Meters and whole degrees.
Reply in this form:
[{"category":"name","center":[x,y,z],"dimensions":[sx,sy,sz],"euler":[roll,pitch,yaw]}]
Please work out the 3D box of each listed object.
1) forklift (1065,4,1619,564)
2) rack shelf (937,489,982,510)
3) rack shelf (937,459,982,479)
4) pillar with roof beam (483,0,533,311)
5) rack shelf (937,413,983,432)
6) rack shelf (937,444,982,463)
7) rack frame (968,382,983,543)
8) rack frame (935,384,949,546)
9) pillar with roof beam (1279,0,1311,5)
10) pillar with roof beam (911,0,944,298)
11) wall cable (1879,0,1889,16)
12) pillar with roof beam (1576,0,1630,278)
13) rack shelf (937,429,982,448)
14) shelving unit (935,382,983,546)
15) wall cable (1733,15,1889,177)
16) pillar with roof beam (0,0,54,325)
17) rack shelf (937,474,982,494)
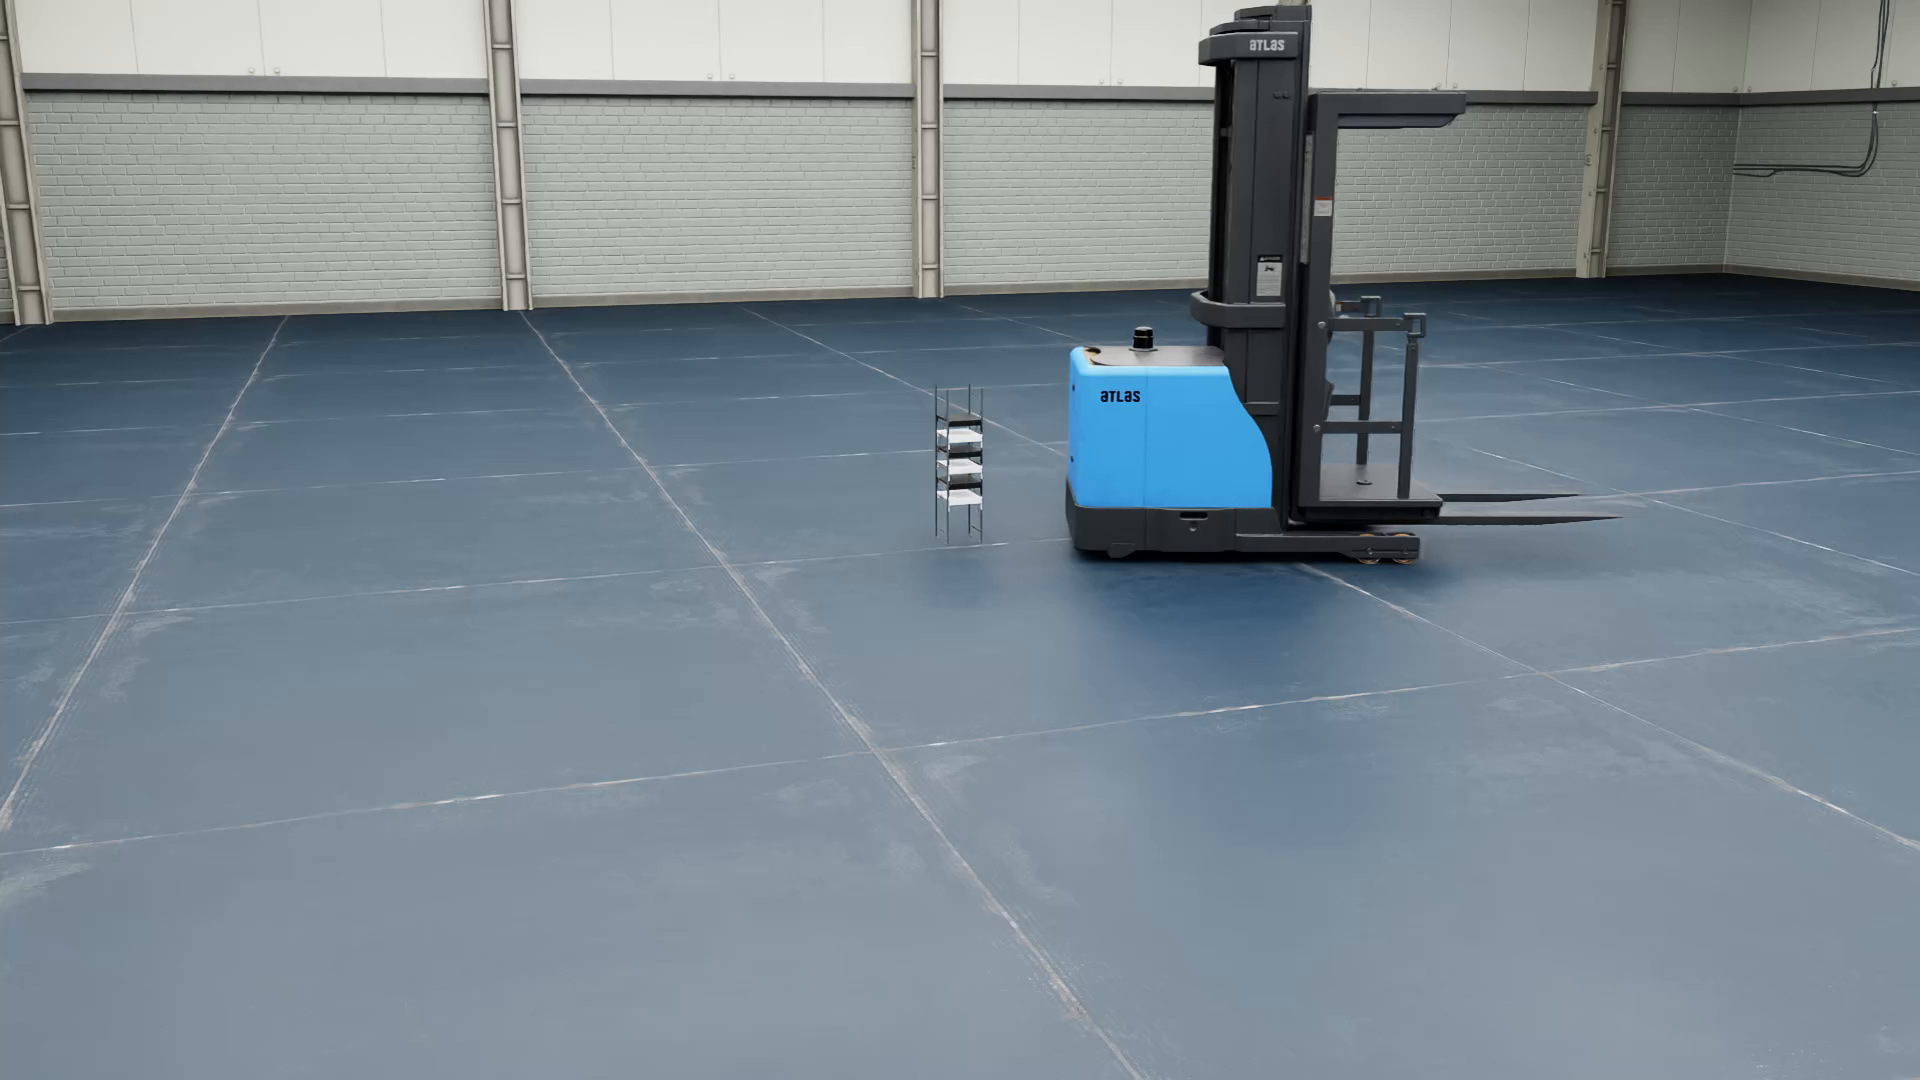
[{"category":"forklift","center":[2.147,-1.417,9.267],"dimensions":[3.031,2.935,1.130],"euler":[0,13,0]},{"category":"rack shelf","center":[-0.008,-0.230,9.586],"dimensions":[0.200,0.077,0.258],"euler":[-4,14,-18]},{"category":"rack shelf","center":[-0.008,-0.405,9.544],"dimensions":[0.200,0.077,0.258],"euler":[-4,14,-18]},{"category":"pillar with roof beam","center":[-4.793,-6.651,18.160],"dimensions":[0.400,9.000,9.100],"euler":[-4,14,-18]},{"category":"rack shelf","center":[-0.008,-0.667,9.481],"dimensions":[0.200,0.077,0.258],"euler":[-4,14,-18]},{"category":"rack shelf","center":[-0.008,-0.492,9.523],"dimensions":[0.200,0.077,0.258],"euler":[-4,14,-18]},{"category":"rack frame","center":[0.089,-0.445,9.568],"dimensions":[0.006,0.900,0.240],"euler":[-4,14,-18]},{"category":"rack frame","center":[-0.104,-0.430,9.505],"dimensions":[0.006,0.900,0.240],"euler":[-4,14,-18]},{"category":"pillar with roof beam","center":[6.581,-7.537,21.883],"dimensions":[0.400,9.000,9.100],"euler":[-4,14,-18]},{"category":"pillar with roof beam","center":[0.894,-7.094,20.021],"dimensions":[0.400,9.000,9.100],"euler":[-4,14,-18]},{"category":"wall cable","center":[14.971,-9.204,24.689],"dimensions":[0.112,2.526,3.097],"euler":[-4,14,-18]},{"category":"pillar with roof beam","center":[12.267,-7.980,23.745],"dimensions":[0.400,9.000,9.100],"euler":[-4,14,-18]},{"category":"rack shelf","center":[-0.008,-0.580,9.502],"dimensions":[0.200,0.077,0.258],"euler":[-4,14,-18]},{"category":"shelving unit","center":[-0.008,-0.437,9.536],"dimensions":[0.210,0.900,0.258],"euler":[-4,14,-18]},{"category":"wall cable","center":[14.108,-7.341,27.768],"dimensions":[0.112,2.526,3.097],"euler":[-4,14,-18]},{"category":"pillar with roof beam","center":[-10.479,-6.209,16.298],"dimensions":[0.400,9.000,9.100],"euler":[-4,14,-18]},{"category":"rack shelf","center":[-0.008,-0.317,9.565],"dimensions":[0.200,0.077,0.258],"euler":[-4,14,-18]}]
